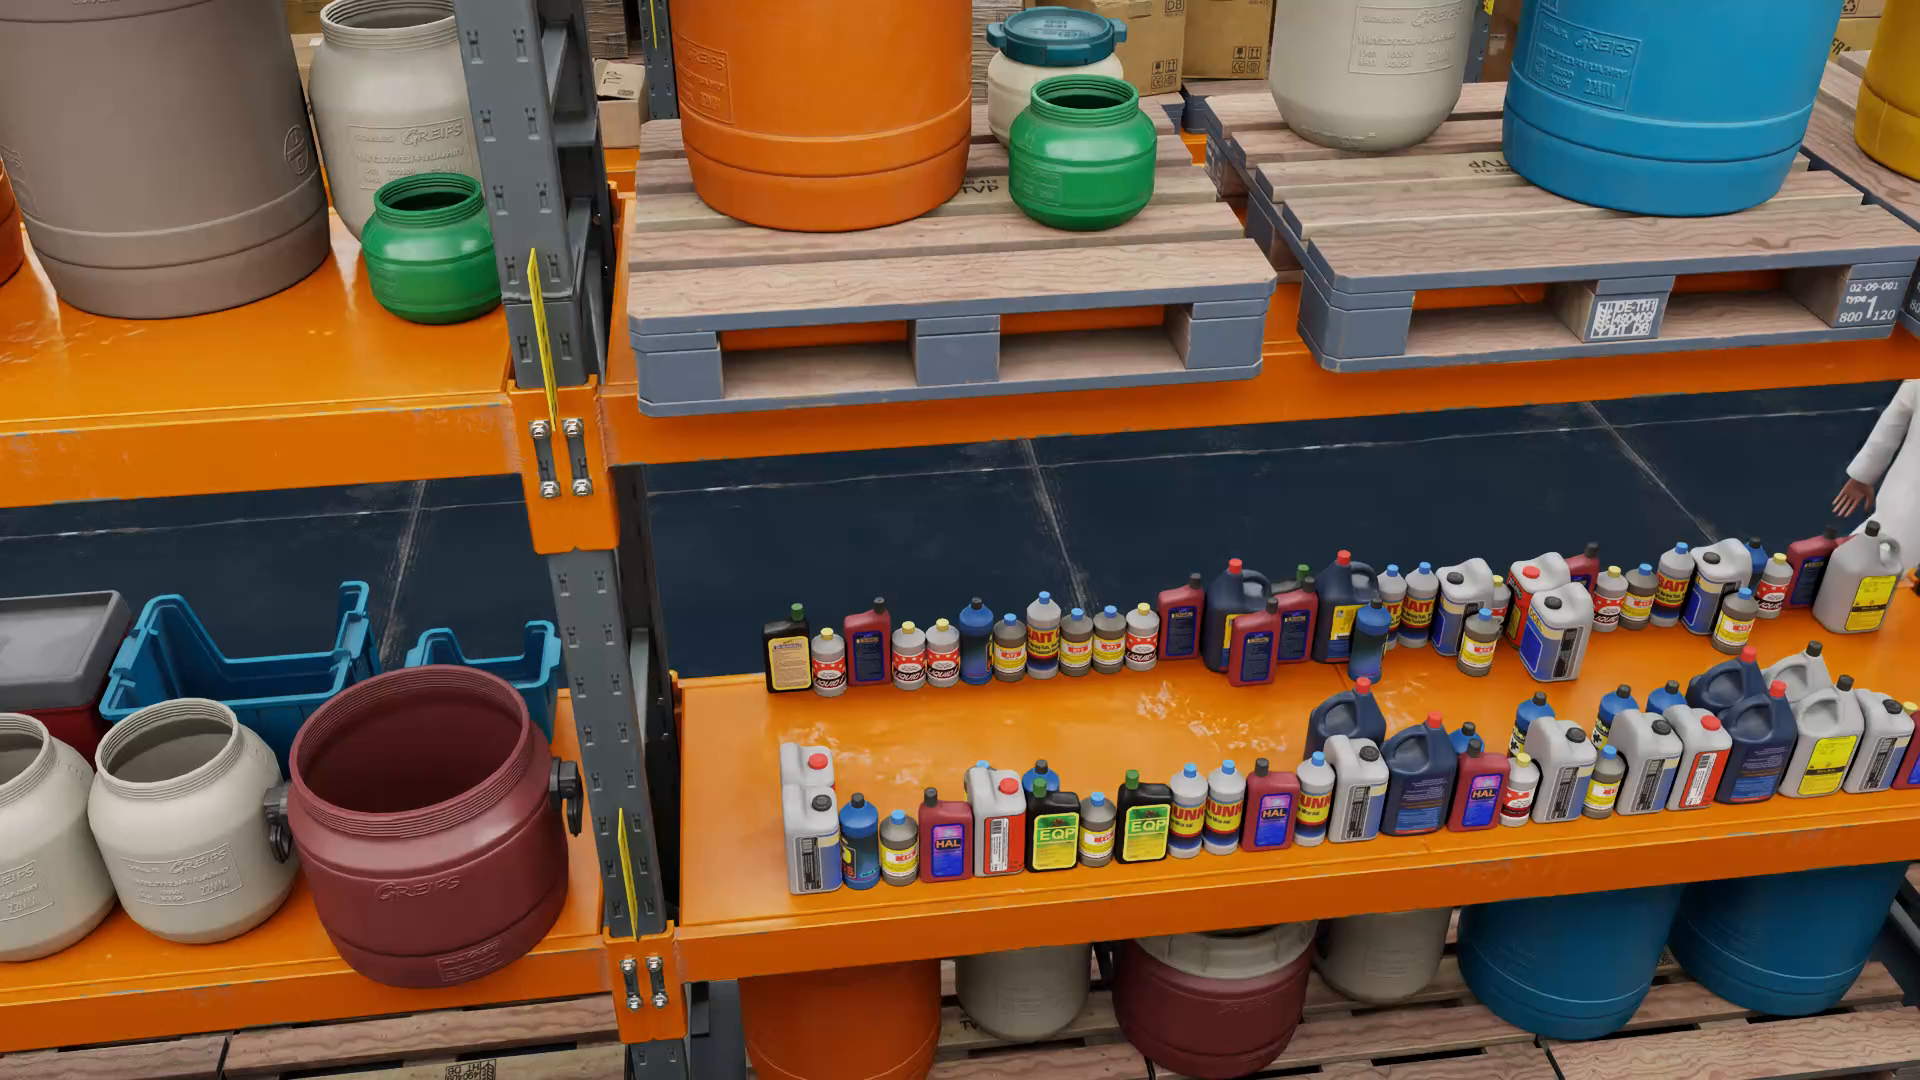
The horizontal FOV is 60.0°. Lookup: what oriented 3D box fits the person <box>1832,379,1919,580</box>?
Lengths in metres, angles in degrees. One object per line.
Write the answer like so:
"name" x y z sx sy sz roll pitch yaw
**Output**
"person" 3.708 -0.093 6.274 1.121 1.718 0.598 7 35 9
